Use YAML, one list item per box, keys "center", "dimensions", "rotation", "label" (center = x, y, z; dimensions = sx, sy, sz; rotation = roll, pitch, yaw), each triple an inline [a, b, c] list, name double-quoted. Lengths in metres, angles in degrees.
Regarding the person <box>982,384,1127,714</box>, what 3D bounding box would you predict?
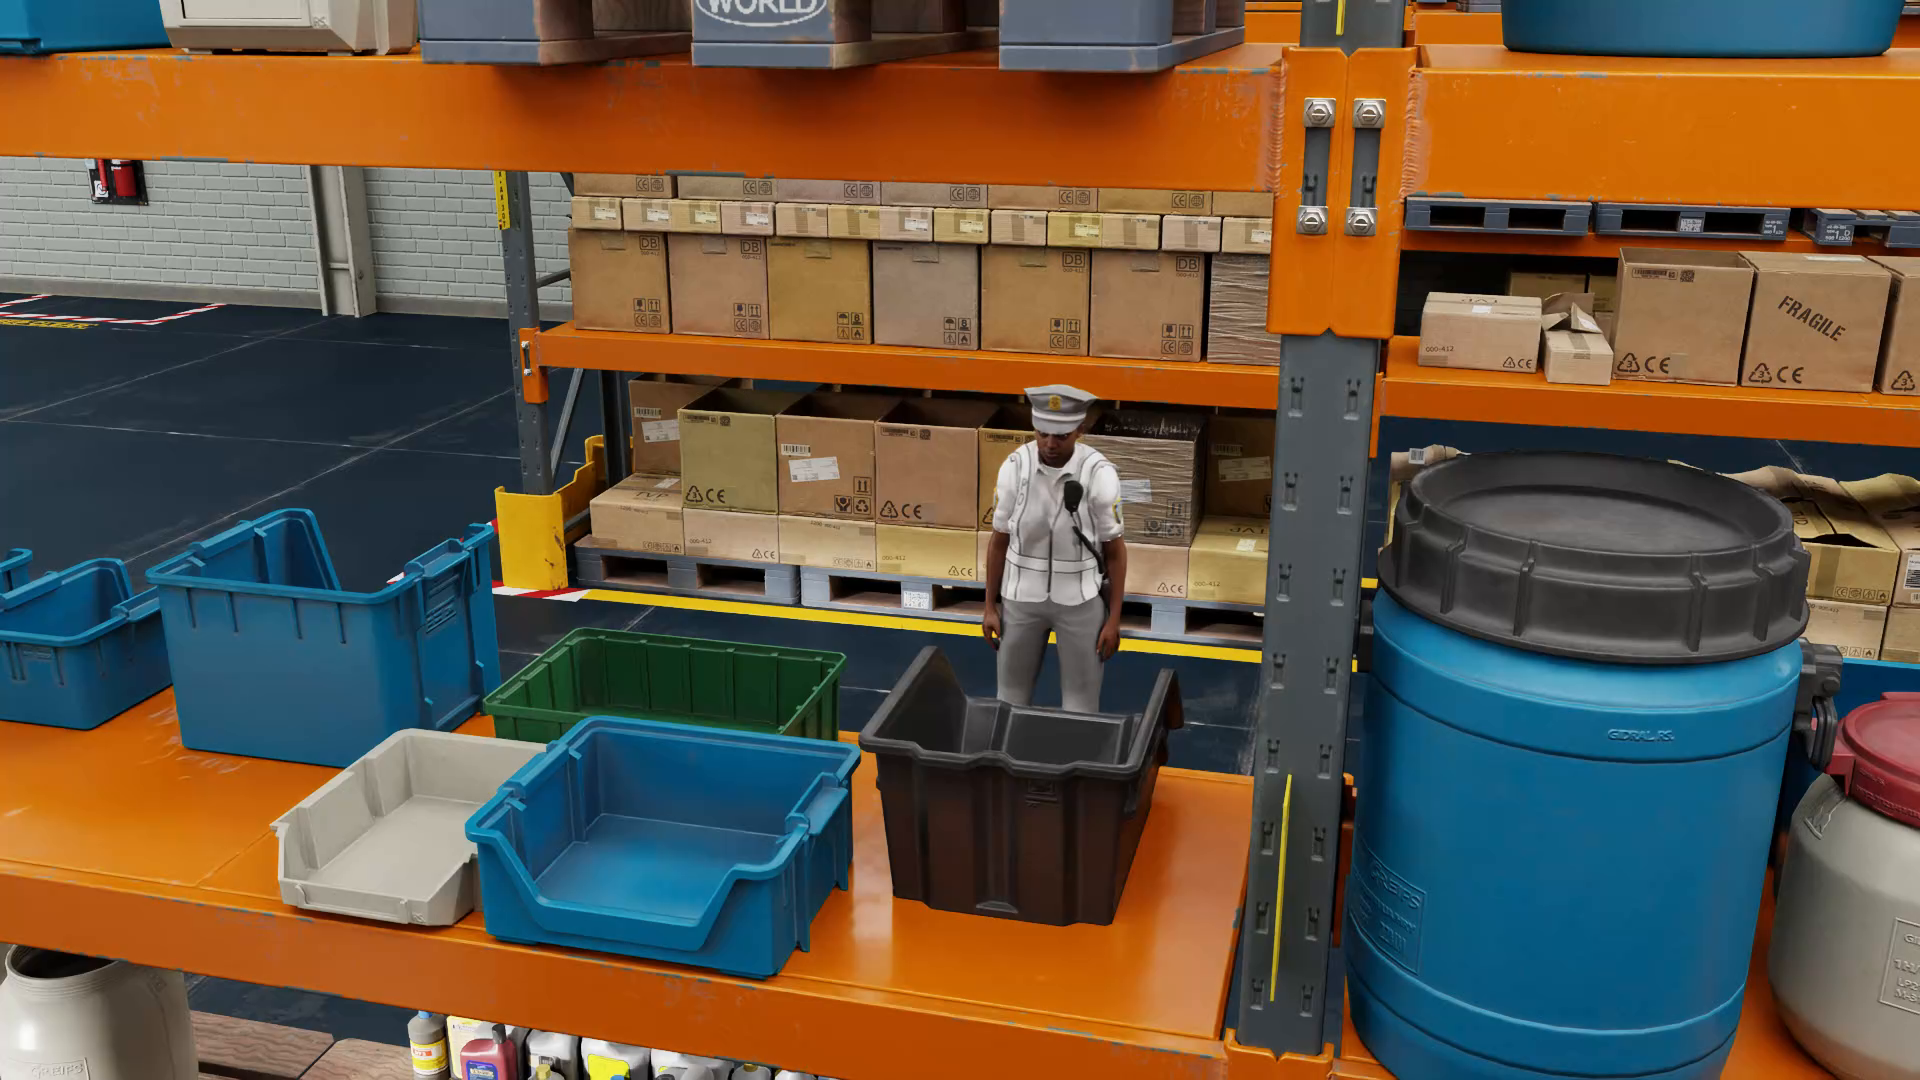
- center: [0.320, 0.256, 5.789]
  dimensions: [0.505, 1.659, 0.392]
  rotation: [5, 19, 14]
  label: "person"
